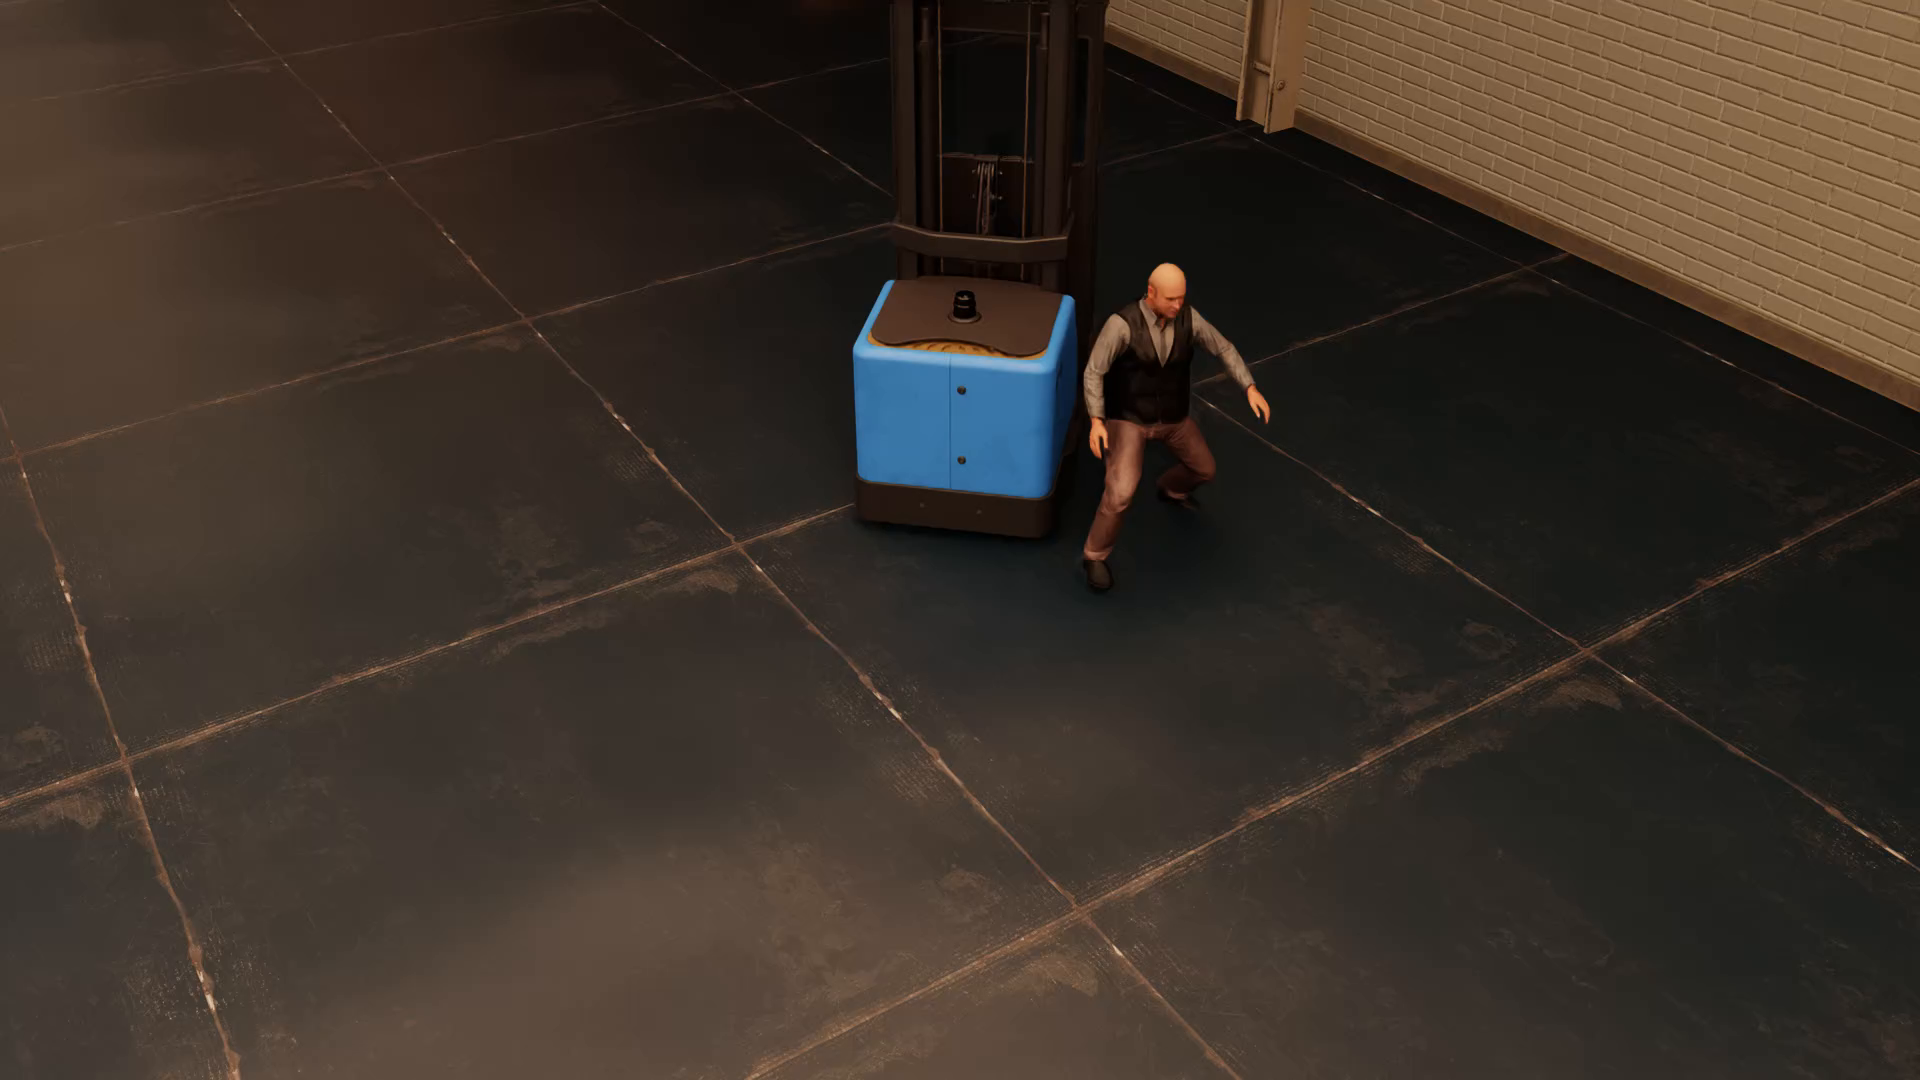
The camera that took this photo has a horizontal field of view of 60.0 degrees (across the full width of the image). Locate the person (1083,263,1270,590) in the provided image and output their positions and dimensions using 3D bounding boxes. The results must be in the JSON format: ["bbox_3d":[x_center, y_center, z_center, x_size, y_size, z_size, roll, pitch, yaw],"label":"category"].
[{"bbox_3d":[1.003,-0.607,8.259,0.975,1.609,0.812,-11,37,-16],"label":"person"}]

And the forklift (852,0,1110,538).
[{"bbox_3d":[0.231,-2.051,9.067,1.130,2.935,3.031,6,36,9],"label":"forklift"}]
